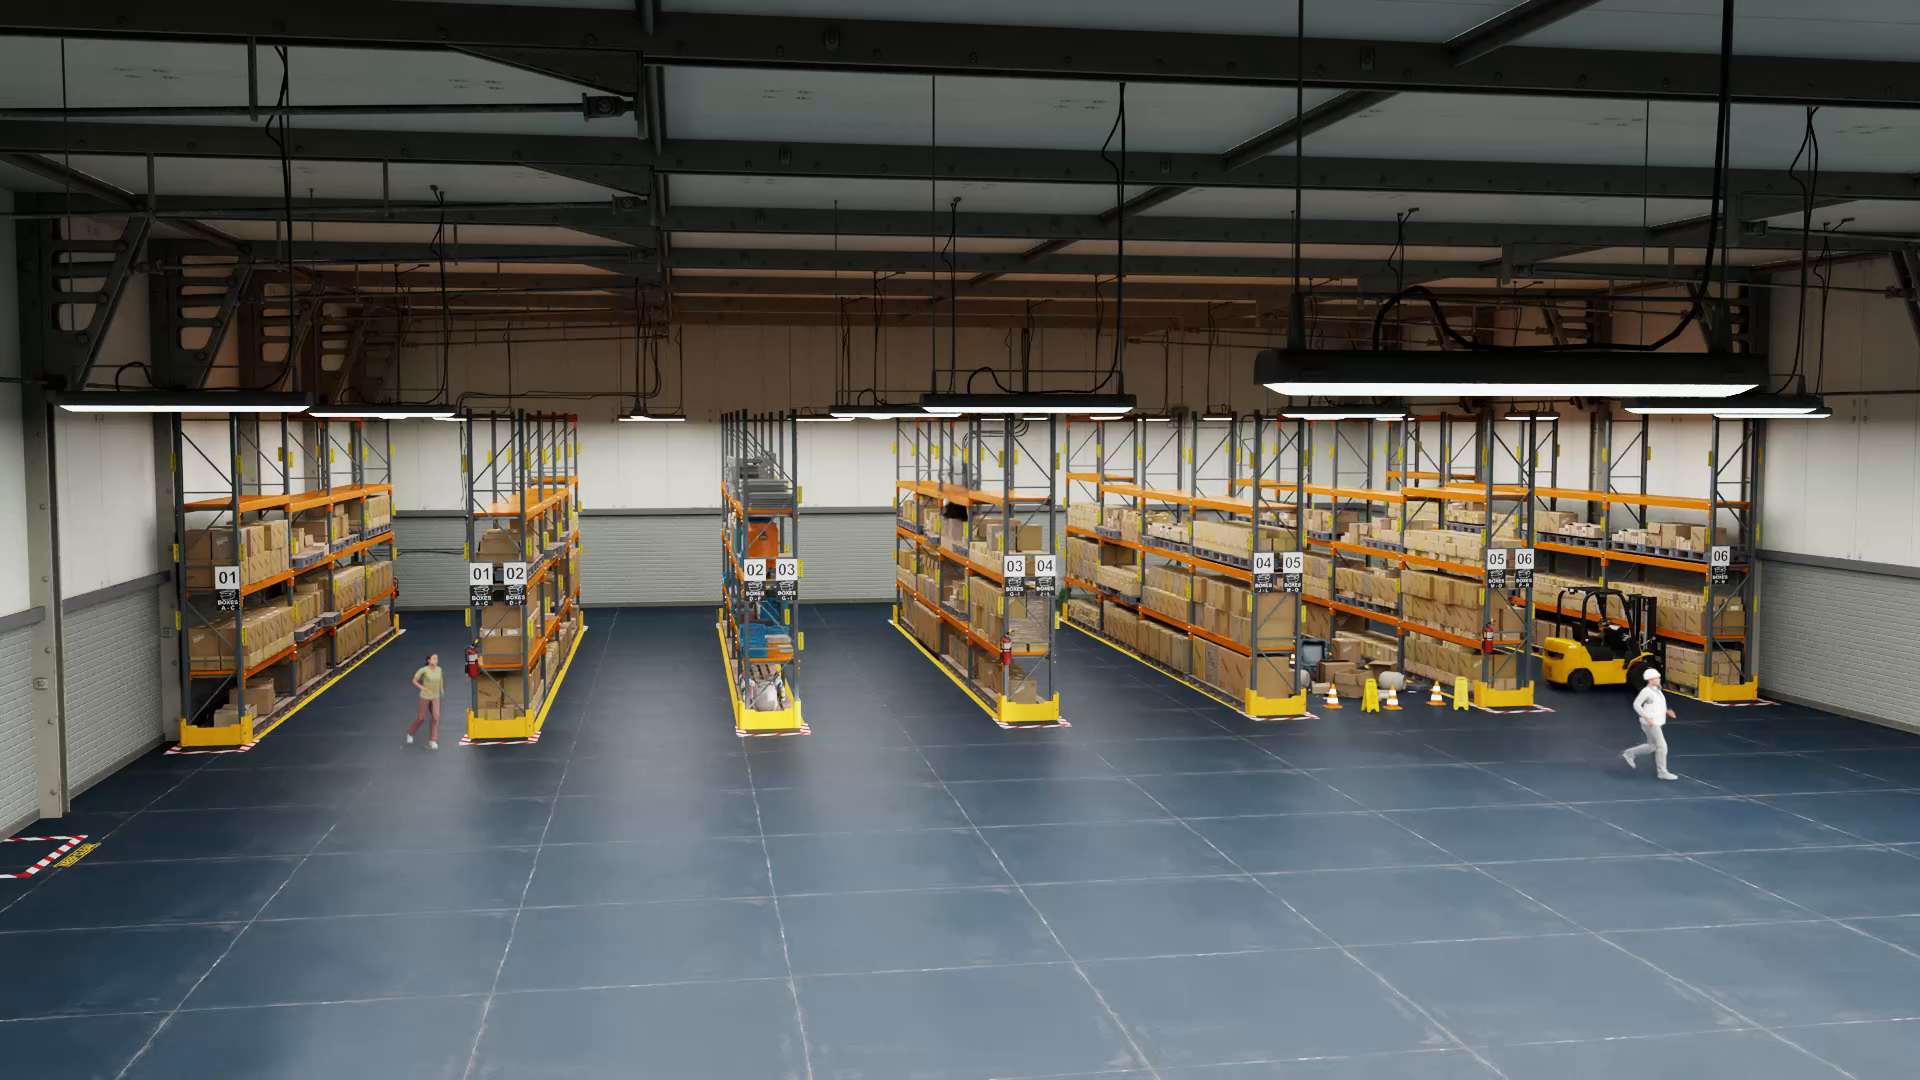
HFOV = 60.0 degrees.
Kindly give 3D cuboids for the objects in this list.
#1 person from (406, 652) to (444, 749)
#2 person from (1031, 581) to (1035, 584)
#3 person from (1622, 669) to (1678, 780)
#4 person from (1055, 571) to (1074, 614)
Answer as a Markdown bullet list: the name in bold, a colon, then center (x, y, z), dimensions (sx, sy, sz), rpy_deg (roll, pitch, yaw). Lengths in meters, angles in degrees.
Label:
- **person**: center (-9.406, 2.822, 29.555), dimensions (0.640, 1.651, 0.937), rpy_deg (-4, 5, -42)
- **person**: center (2.110, 1.640, 46.579), dimensions (0.642, 1.660, 0.649), rpy_deg (-1, 4, -8)
- **person**: center (11.174, 2.958, 26.913), dimensions (0.908, 1.750, 0.684), rpy_deg (3, 5, 40)
- **person**: center (3.176, 1.379, 49.920), dimensions (0.865, 1.721, 0.730), rpy_deg (1, 4, 18)
